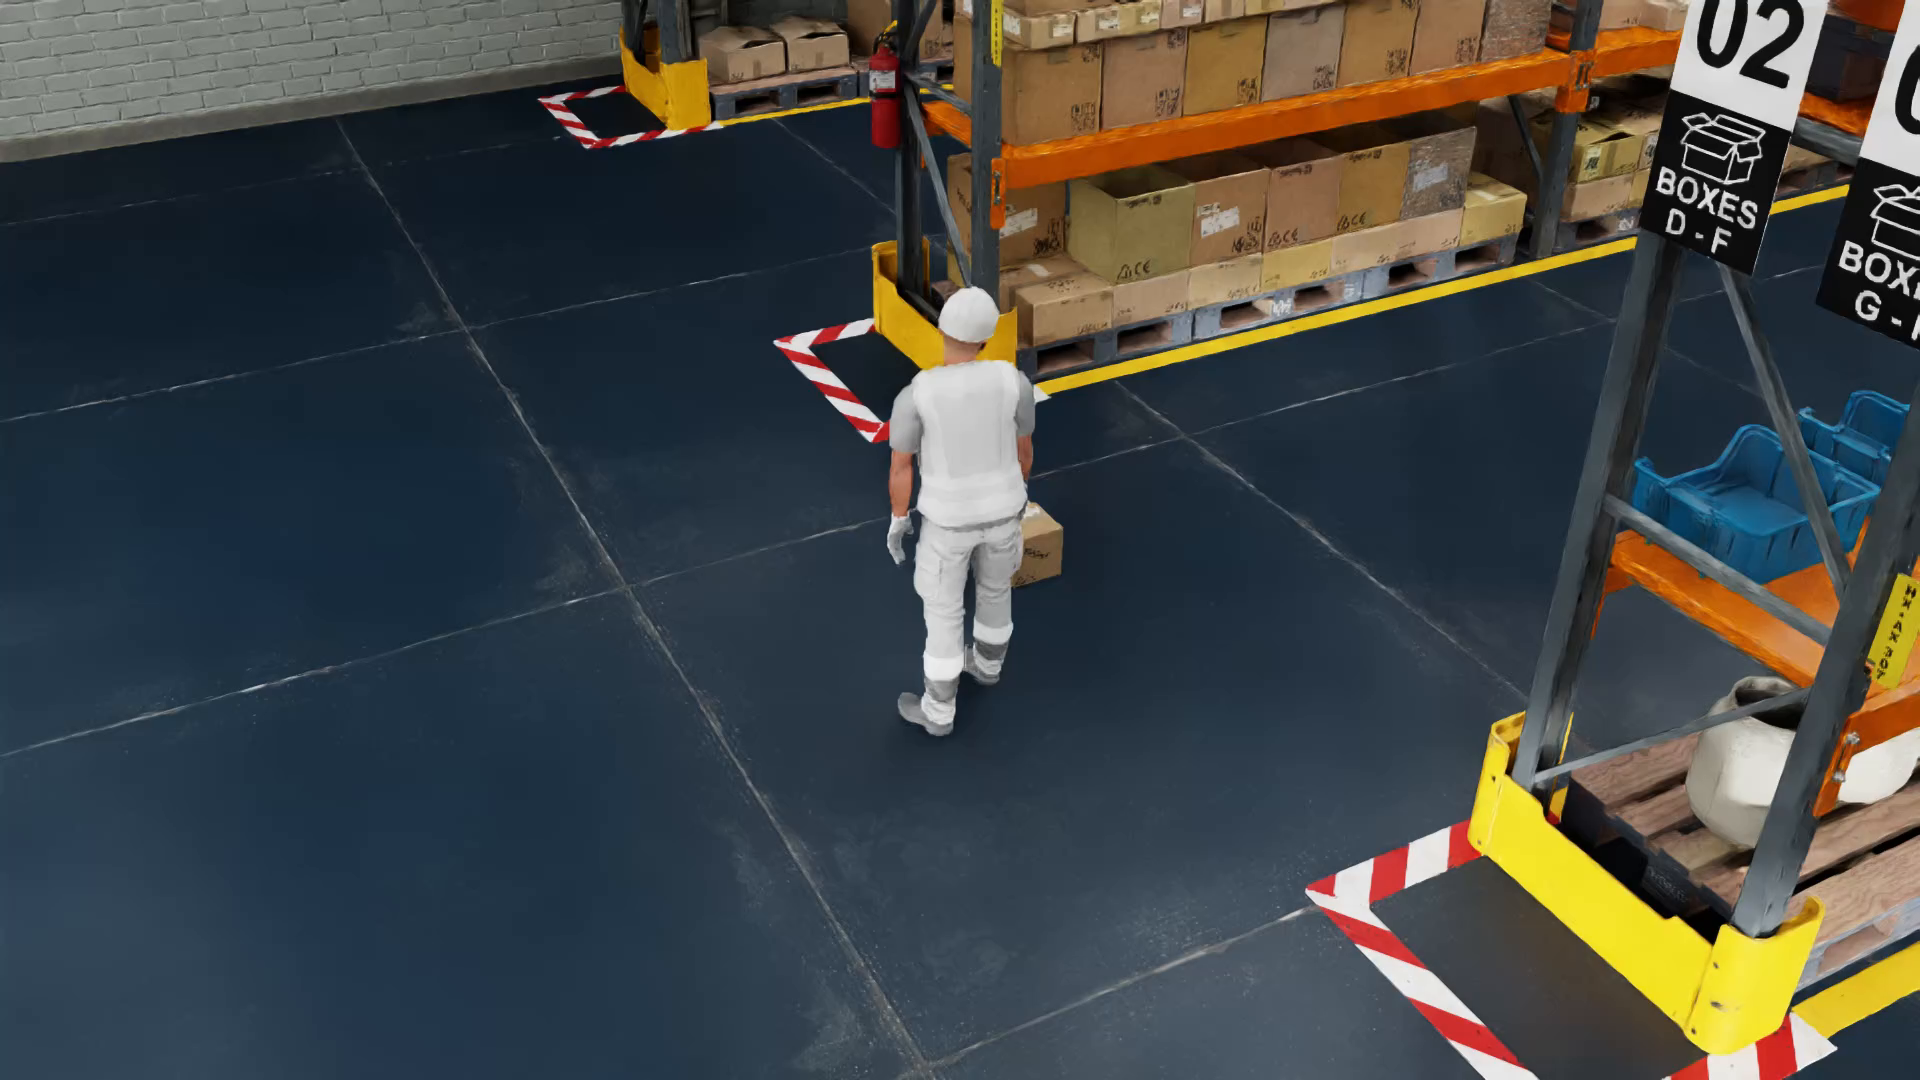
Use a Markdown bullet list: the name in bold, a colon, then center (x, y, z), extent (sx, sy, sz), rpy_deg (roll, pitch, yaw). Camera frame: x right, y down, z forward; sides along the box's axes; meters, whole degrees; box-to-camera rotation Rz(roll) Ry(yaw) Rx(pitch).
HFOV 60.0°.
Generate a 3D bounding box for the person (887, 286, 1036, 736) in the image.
- **person**: center (-0.009, -0.124, 6.273), extent (0.578, 1.794, 0.526), rpy_deg (-8, 34, -13)
